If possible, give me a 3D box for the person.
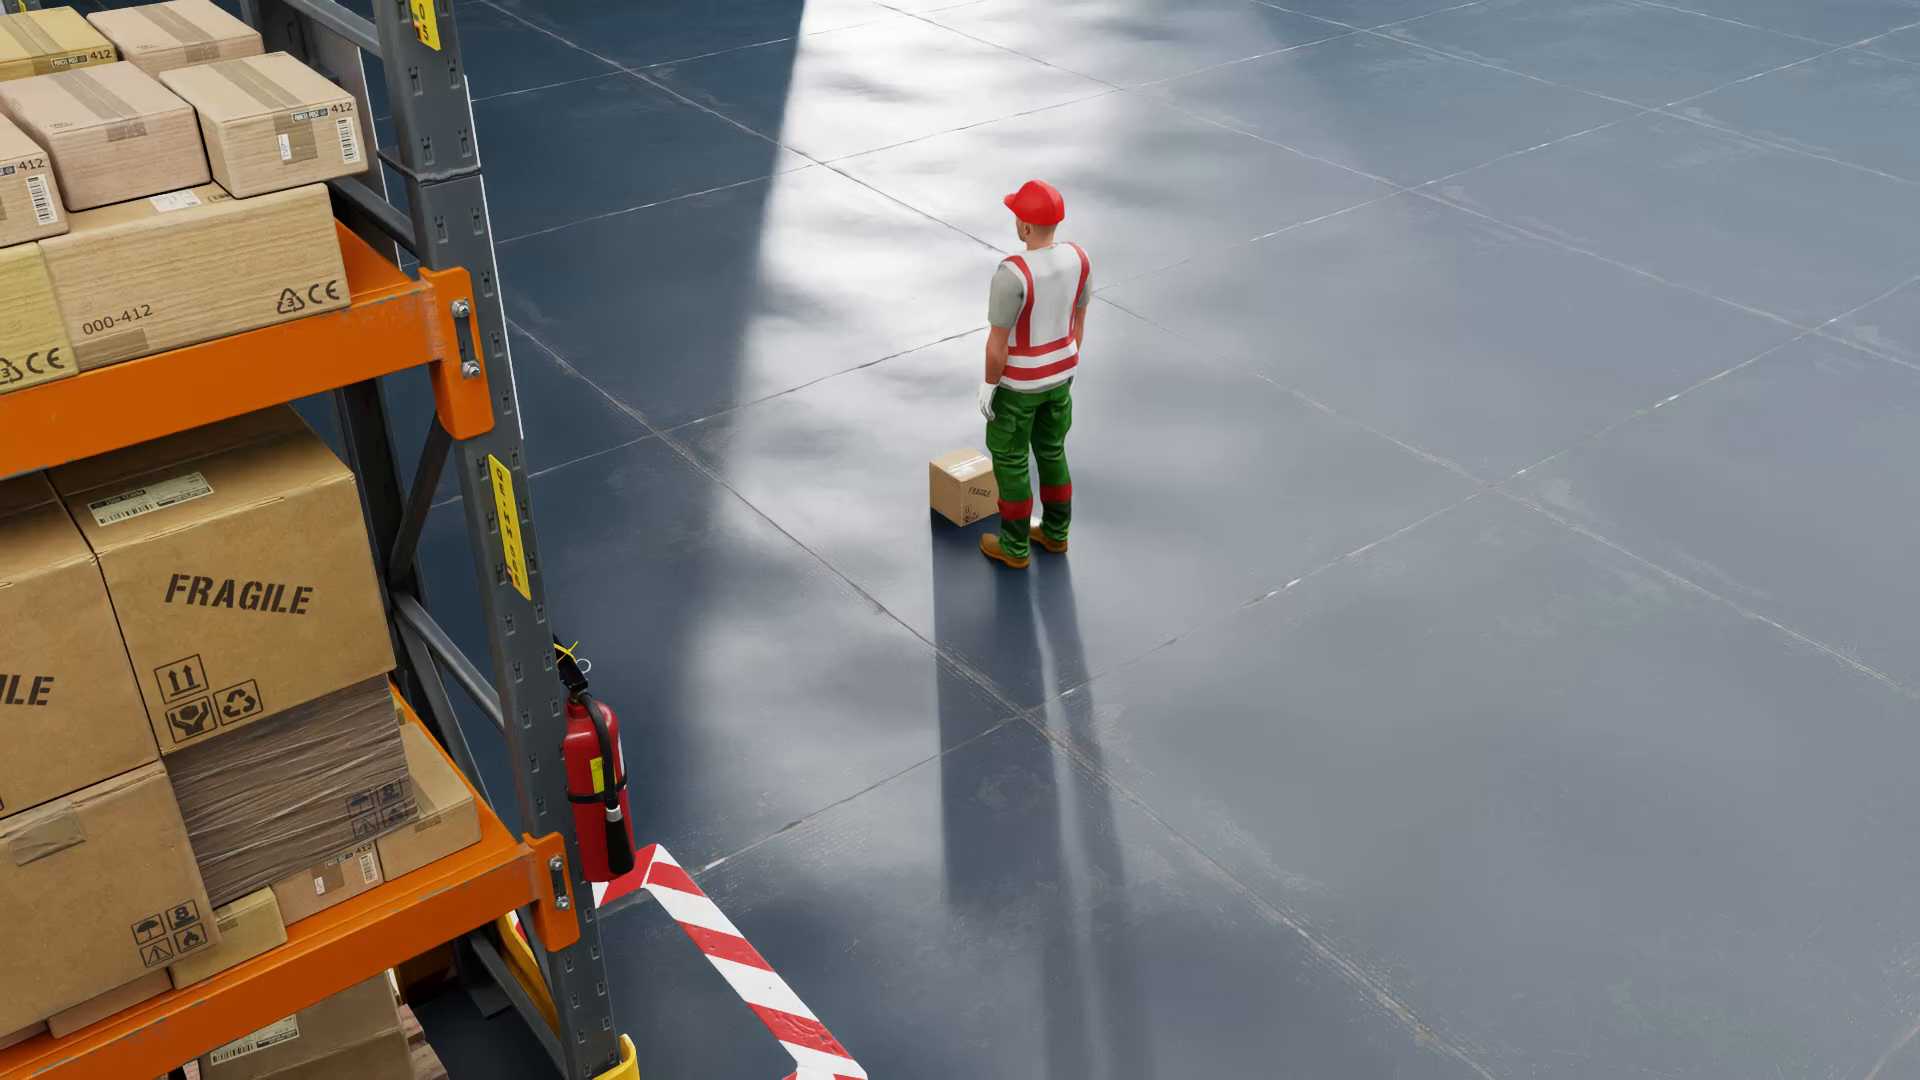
[{"bbox_3d":[0.306,-0.712,7.255,0.525,1.789,0.354,-21,38,-30],"label":"person"}]
